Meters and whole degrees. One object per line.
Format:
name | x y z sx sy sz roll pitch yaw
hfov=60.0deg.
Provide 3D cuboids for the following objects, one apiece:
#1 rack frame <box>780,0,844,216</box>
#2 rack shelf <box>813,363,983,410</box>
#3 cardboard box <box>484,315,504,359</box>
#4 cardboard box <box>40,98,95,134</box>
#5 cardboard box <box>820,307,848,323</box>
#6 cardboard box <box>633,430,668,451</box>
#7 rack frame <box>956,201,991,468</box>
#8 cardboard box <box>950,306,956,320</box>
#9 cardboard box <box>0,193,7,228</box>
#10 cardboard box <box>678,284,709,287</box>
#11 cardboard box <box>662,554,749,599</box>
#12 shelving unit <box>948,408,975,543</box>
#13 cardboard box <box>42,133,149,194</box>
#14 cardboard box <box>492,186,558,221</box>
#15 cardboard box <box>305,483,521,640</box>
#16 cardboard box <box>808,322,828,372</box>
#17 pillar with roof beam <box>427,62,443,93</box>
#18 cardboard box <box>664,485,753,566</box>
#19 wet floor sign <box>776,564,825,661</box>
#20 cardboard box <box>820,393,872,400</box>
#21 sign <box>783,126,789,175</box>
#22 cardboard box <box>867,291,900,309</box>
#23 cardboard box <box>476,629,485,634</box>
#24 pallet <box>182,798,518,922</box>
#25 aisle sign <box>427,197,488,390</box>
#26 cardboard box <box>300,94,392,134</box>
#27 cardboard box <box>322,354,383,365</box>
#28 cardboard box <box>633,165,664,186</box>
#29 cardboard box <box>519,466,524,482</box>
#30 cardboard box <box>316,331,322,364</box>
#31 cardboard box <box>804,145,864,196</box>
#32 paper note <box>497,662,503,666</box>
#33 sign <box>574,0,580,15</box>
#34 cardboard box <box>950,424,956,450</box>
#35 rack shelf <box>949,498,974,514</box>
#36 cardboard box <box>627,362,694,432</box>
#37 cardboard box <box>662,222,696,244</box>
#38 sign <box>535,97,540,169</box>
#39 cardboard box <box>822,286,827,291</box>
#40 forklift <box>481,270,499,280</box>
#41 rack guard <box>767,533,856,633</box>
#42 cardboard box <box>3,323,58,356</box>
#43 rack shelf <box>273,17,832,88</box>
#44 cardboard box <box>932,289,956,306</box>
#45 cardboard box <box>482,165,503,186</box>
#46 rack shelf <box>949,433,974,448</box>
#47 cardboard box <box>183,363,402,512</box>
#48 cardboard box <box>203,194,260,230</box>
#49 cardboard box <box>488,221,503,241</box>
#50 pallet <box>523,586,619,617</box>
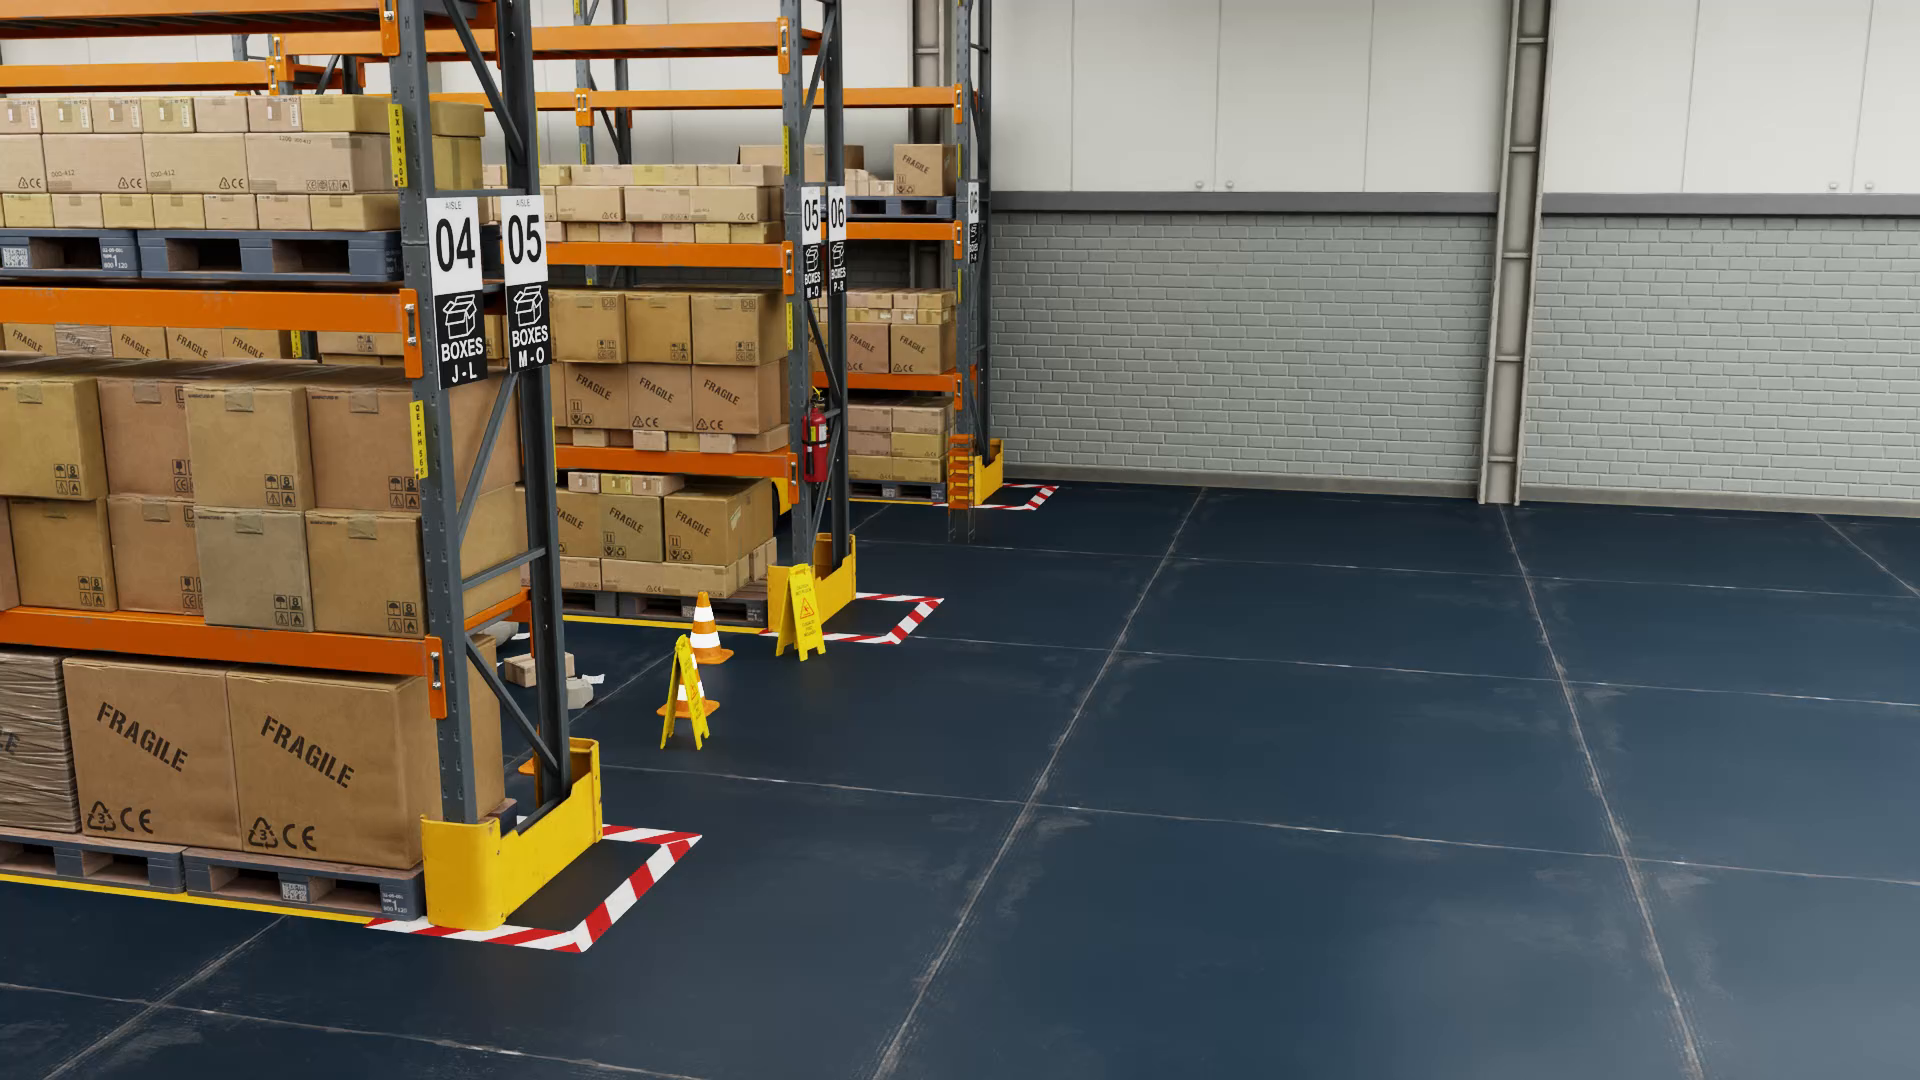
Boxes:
rack frame | -1.044 -3.828 11.726 0.127 3.000 1.000 3 13 14
rack shelf | -1.800 -1.695 17.627 4.000 0.370 1.077 3 13 14
cardboard box | -3.581 -1.657 12.569 0.500 0.500 0.700 3 13 12
cardboard box | -3.775 -1.850 7.275 0.250 0.149 0.380 3 13 13
cardboard box | -1.263 -2.320 17.053 0.250 0.149 0.380 3 13 12
cardboard box | -2.232 -0.765 12.354 0.250 0.149 0.380 3 13 15
rack frame | 0.142 -1.943 17.082 0.127 3.000 1.000 3 13 14
cardboard box | -0.125 -2.380 17.326 0.250 0.149 0.380 3 13 12
cardboard box | -4.267 -1.487 7.479 0.250 0.149 0.380 3 13 14
cardboard box | -2.866 -2.675 17.968 0.250 0.149 0.380 3 13 13
cardboard box | -1.917 0.252 12.568 0.500 0.250 0.500 3 13 13
shelving unit | 0.014 -0.585 15.117 0.189 1.200 0.258 3 13 14
cardboard box | -3.647 -1.662 7.349 0.500 0.250 0.500 3 13 13
cardboard box | -3.089 -2.483 12.251 0.500 0.250 0.500 3 13 14
cardboard box | -2.503 0.064 7.688 0.550 0.550 0.875 3 13 14
cardboard box | -1.398 -2.017 17.187 0.500 0.500 0.500 3 13 12
pillar with roof beam | -7.175 -4.503 14.772 0.400 9.000 9.100 3 13 14
cardboard box | -1.884 -0.114 12.487 0.500 0.500 0.500 3 13 14
wet floor sign | -1.116 0.485 11.572 0.232 0.644 0.267 8 15 33
cardboard box | -1.249 -1.412 17.758 0.500 0.250 0.500 3 13 13
sign | -1.196 -2.680 11.434 0.005 0.325 0.100 3 13 14
cardboard box | -0.764 -2.442 16.916 0.250 0.149 0.380 3 13 15
cardboard box | -3.356 0.761 10.658 0.637 0.503 0.797 -6 14 -25
pallet | -2.927 1.484 8.076 1.213 0.211 1.003 3 13 14
aisle sign | -2.135 -1.055 7.078 0.004 0.787 0.394 3 13 14
cardboard box | -2.540 -1.784 6.977 0.250 0.149 0.380 3 13 14
cardboard box | -4.567 -1.219 12.902 0.500 0.500 0.500 3 13 13
cardboard box | -2.170 -2.640 12.039 0.250 0.149 0.380 3 13 14
cardboard box | -3.551 -0.506 12.754 0.250 0.149 0.380 4 13 17
cardboard box | -5.314 -1.590 13.605 0.500 0.500 0.500 3 13 15
cardboard box | -1.317 -3.756 16.897 0.500 0.500 0.700 3 13 14
paper note | -3.227 0.850 11.374 0.142 0.019 0.148 8 15 33
sign | -3.860 -5.459 16.741 0.005 0.325 0.100 3 13 14
cardboard box | -0.265 -1.118 17.587 0.500 0.250 0.500 3 13 15
rack shelf | 0.014 -0.307 15.178 0.180 0.103 0.258 3 13 14
cardboard box | -2.122 -1.090 12.320 0.500 0.500 0.500 3 13 14
cardboard box | -1.957 -2.227 12.018 0.250 0.149 0.380 3 13 15
sign | -1.993 -1.899 7.757 0.005 0.325 0.100 3 13 14
cardboard box | -1.369 -2.606 17.656 0.250 0.149 0.380 3 13 12
forklift | -5.017 -1.505 15.268 1.130 2.935 3.031 11 16 39
rack guard | -1.118 0.318 12.665 0.348 0.500 1.175 3 13 14
cardboard box | -7.405 -1.589 13.601 0.500 0.500 0.500 3 13 14
rack shelf | -2.986 -3.579 12.272 4.000 0.370 1.077 3 13 14
cardboard box | -0.133 -2.516 17.249 0.250 0.149 0.380 3 13 12
cardboard box | -3.422 -2.696 12.292 0.250 0.149 0.380 3 13 13
rack shelf | 0.014 -0.893 15.048 0.180 0.103 0.258 3 13 14
cardboard box | -3.039 -0.490 7.692 0.550 0.550 0.875 3 13 14
cardboard box | -3.030 -1.421 7.182 0.250 0.149 0.380 3 13 14
cardboard box | -3.453 -2.295 12.324 0.250 0.149 0.380 3 13 12
pallet | -3.079 0.345 13.207 1.213 0.211 1.003 3 13 14
